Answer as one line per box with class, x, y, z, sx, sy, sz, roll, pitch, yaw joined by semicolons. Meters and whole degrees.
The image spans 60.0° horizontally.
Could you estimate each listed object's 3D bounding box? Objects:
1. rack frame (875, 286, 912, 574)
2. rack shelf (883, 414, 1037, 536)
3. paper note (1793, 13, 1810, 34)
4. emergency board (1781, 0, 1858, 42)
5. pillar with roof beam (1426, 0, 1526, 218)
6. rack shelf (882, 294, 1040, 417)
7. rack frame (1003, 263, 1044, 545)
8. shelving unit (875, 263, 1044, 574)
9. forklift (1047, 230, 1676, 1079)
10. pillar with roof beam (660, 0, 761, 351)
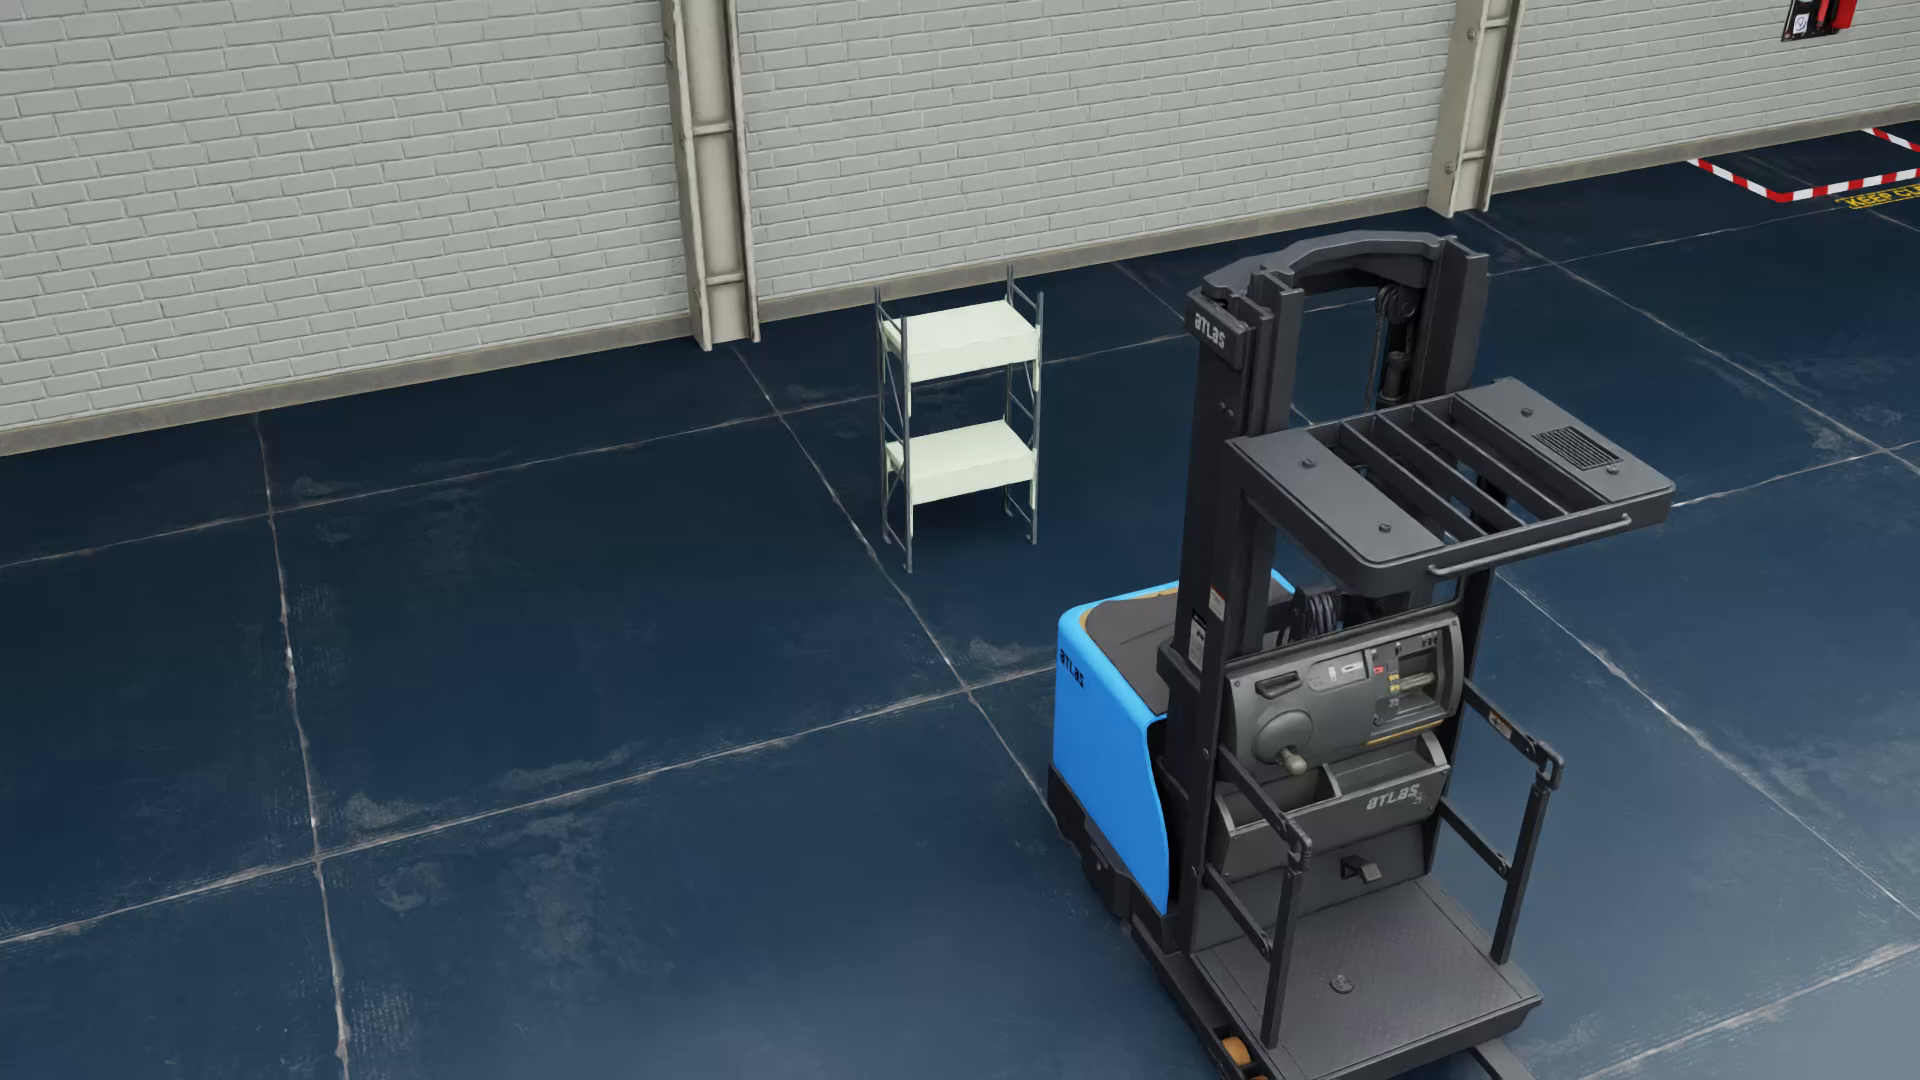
rack frame;-0.344;-0.550;8.638;0.023;1.500;0.400;-13;35;-19
rack shelf;-0.006;-0.354;8.935;0.720;0.370;0.431;-13;35;-19
paper note;6.996;-4.294;13.825;0.142;0.148;0.016;-13;35;-19
emergency board;7.185;-4.666;13.589;0.643;1.169;0.194;-13;35;-19
pillar with roof beam;5.613;-4.252;7.451;0.400;9.000;9.100;-13;35;-19
rack shelf;-0.006;-0.954;8.544;0.720;0.370;0.431;-13;35;-19
rack frame;0.331;-0.704;8.876;0.023;1.500;0.400;-13;35;-19
shelving unit;-0.006;-0.627;8.757;0.755;1.500;0.431;-13;35;-19
forklift;1.425;0.593;5.570;1.130;2.935;3.031;-13;35;-19
pillar with roof beam;0.081;-2.985;5.504;0.400;9.000;9.100;-13;35;-19
